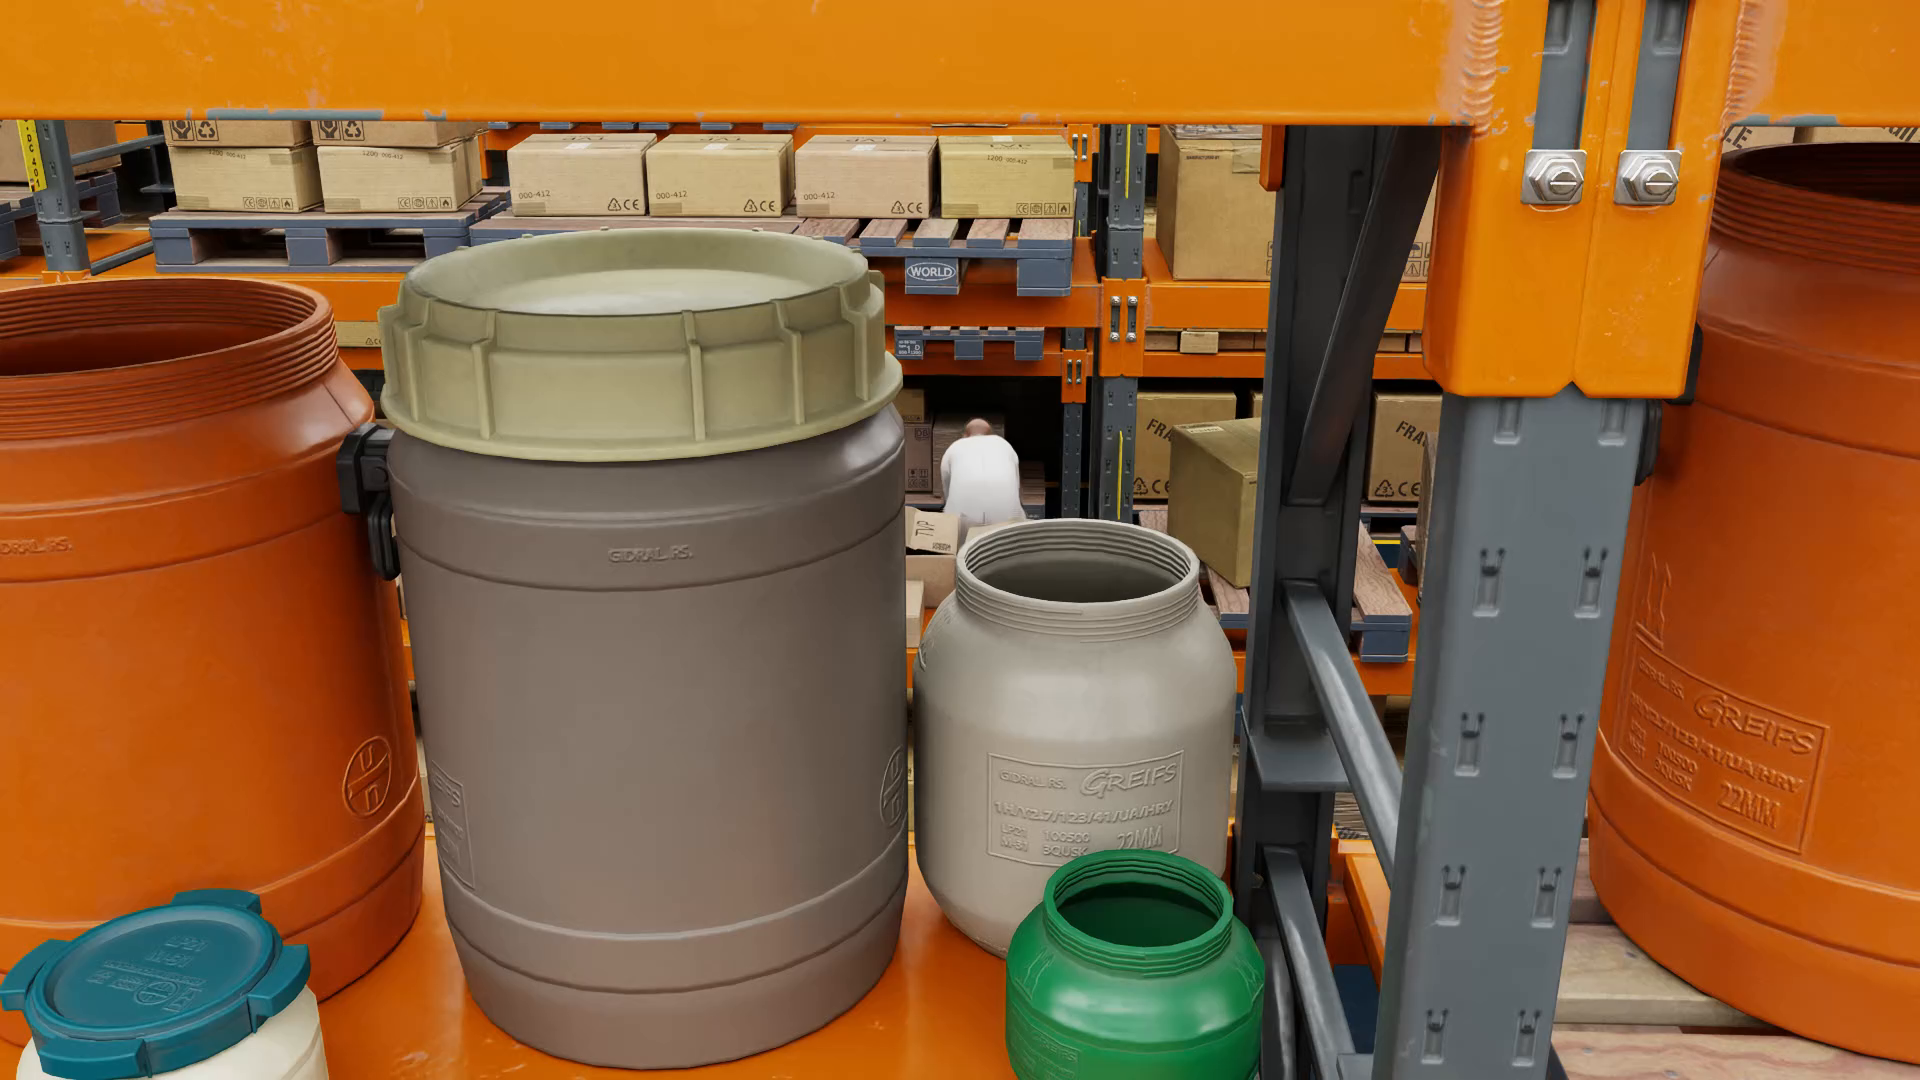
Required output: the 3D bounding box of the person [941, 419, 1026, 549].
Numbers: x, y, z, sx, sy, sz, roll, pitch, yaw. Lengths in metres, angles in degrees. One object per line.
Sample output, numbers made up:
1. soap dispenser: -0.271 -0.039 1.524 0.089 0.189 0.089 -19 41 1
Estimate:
1. person: 0.130 -0.080 10.195 0.583 1.160 0.935 0 20 -1
